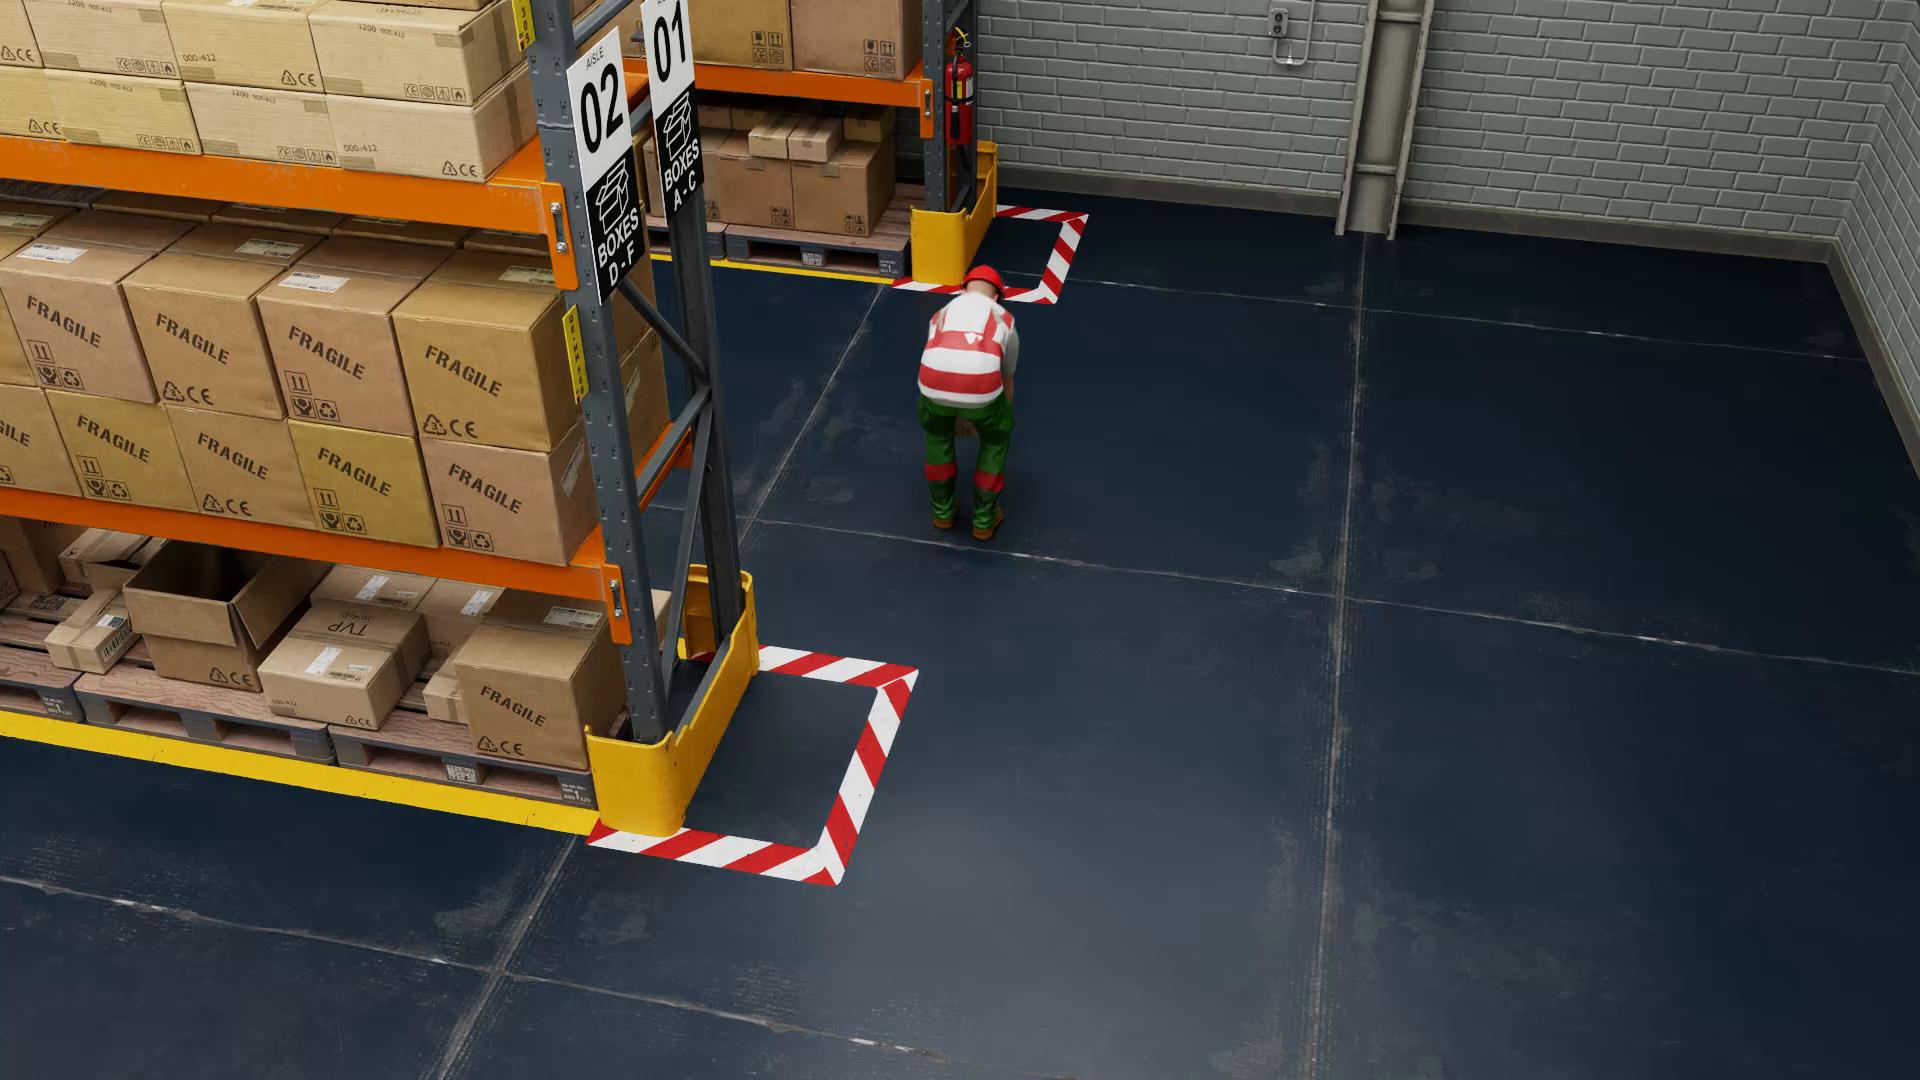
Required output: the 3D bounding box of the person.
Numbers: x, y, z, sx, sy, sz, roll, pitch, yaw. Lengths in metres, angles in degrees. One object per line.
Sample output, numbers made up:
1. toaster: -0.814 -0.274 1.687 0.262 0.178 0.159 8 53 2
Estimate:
1. person: 0.063 -0.689 8.407 0.487 1.167 0.957 6 37 8
